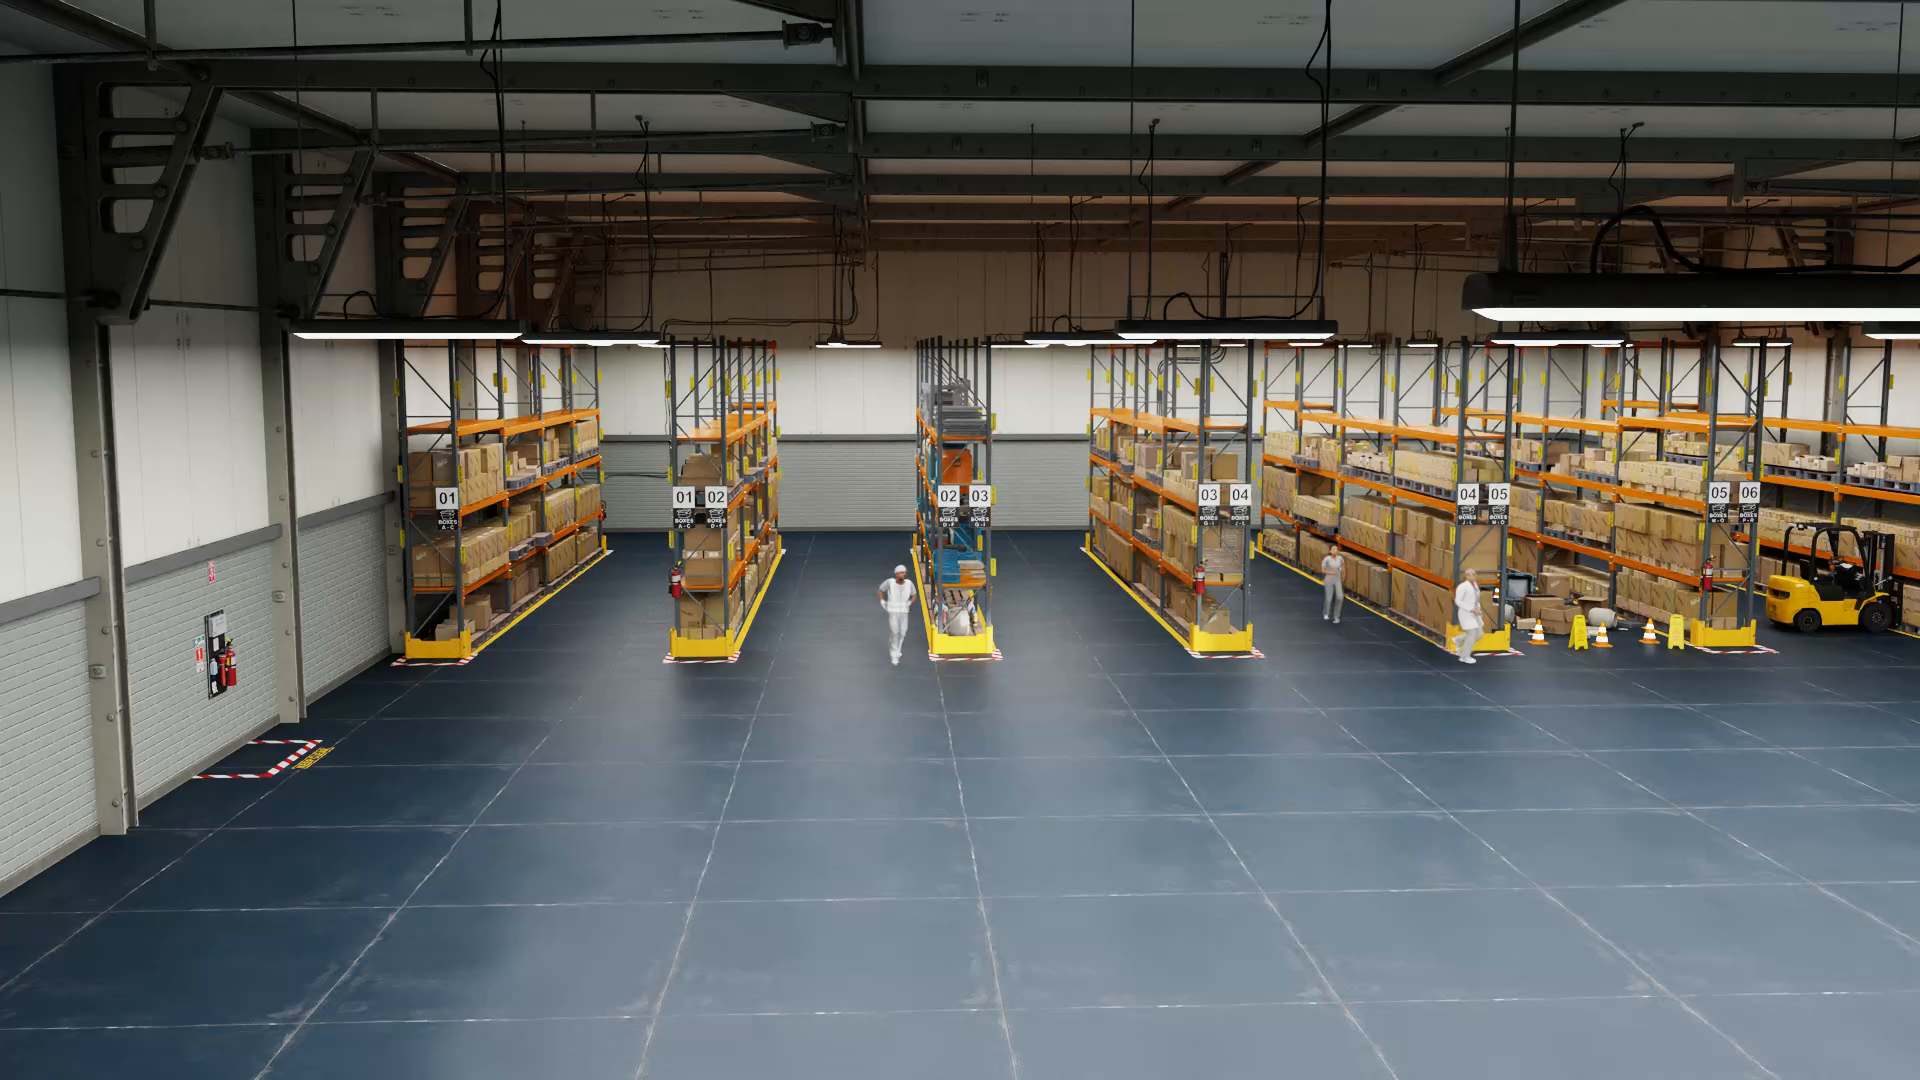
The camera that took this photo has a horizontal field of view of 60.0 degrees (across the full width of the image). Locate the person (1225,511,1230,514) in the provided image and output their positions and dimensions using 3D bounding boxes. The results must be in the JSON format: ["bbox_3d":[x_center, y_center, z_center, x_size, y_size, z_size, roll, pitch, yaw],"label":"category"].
[{"bbox_3d":[7.422,-0.350,46.166,0.687,1.716,0.915,0,6,2],"label":"person"}]

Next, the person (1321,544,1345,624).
[{"bbox_3d":[7.880,0.932,35.068,0.580,1.718,0.715,-1,7,-6],"label":"person"}]

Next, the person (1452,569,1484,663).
[{"bbox_3d":[9.361,1.386,30.656,0.756,1.731,0.666,-6,9,-43],"label":"person"}]

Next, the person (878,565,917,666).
[{"bbox_3d":[-1.122,1.364,30.710,0.688,1.822,0.821,-2,7,-20],"label":"person"}]
